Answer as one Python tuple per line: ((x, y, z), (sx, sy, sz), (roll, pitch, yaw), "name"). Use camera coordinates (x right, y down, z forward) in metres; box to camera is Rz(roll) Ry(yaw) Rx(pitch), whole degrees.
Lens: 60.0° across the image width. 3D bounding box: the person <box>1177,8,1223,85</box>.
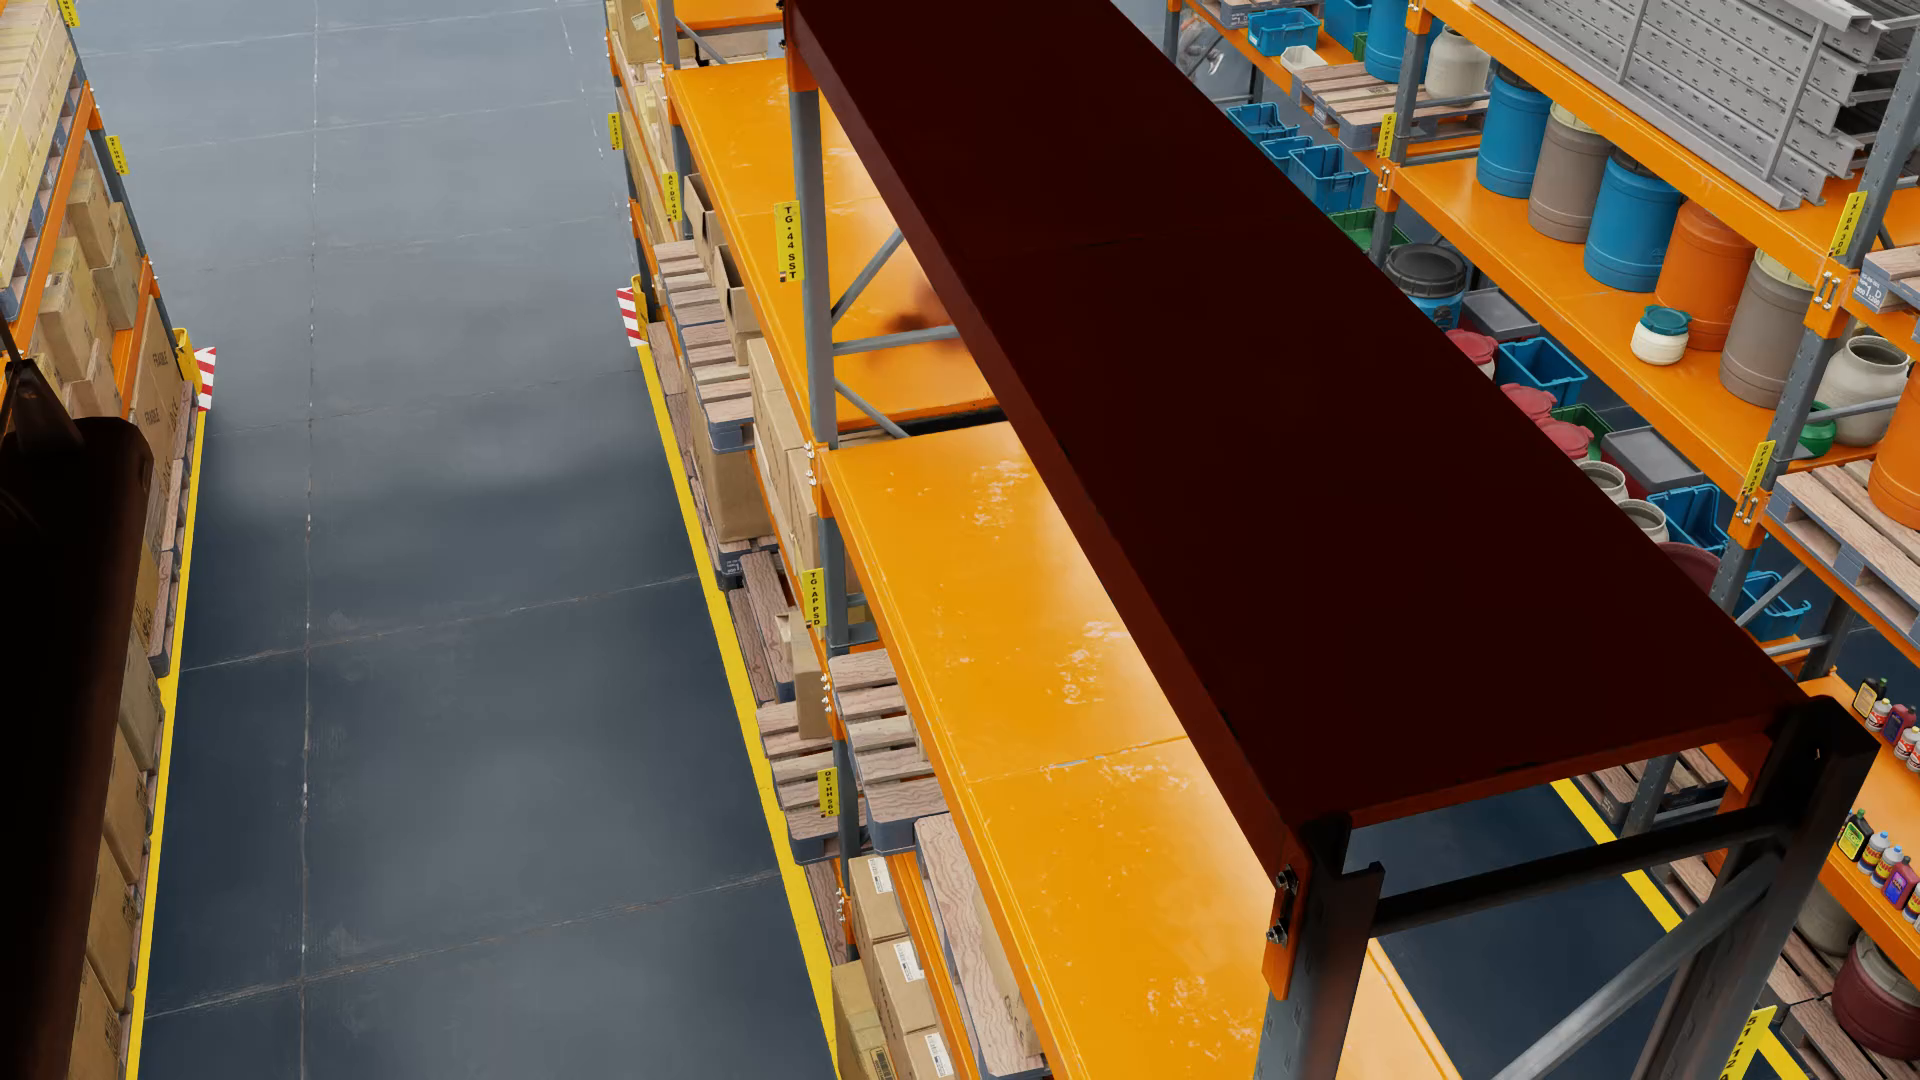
((2.767, -5.905, 19.044), (0.598, 1.554, 0.522), (0, 38, 0), "person")
